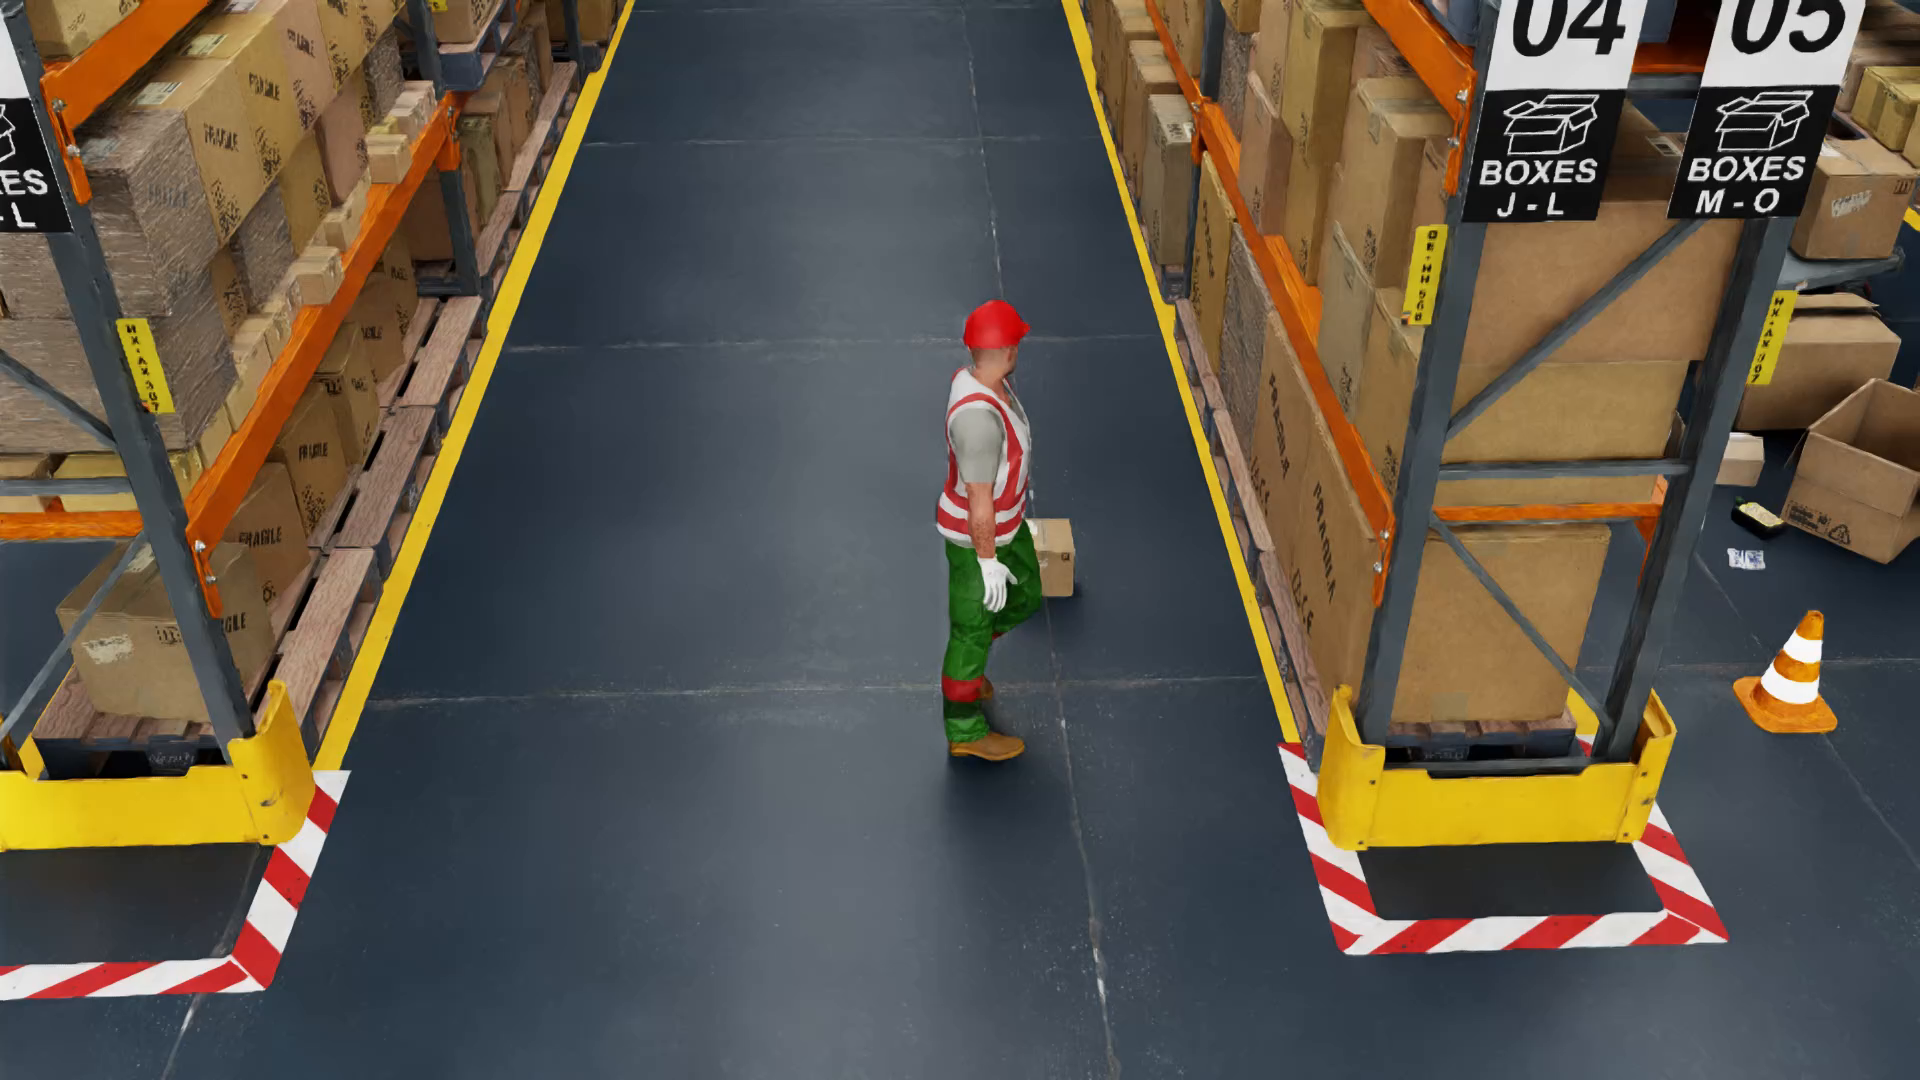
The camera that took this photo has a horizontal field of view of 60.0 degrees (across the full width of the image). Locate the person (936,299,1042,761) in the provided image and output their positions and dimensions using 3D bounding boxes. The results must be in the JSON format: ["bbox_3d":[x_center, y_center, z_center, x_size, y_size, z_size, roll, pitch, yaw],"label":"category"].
[{"bbox_3d":[0.097,-0.031,6.171,0.428,1.768,0.640,8,36,12],"label":"person"}]
